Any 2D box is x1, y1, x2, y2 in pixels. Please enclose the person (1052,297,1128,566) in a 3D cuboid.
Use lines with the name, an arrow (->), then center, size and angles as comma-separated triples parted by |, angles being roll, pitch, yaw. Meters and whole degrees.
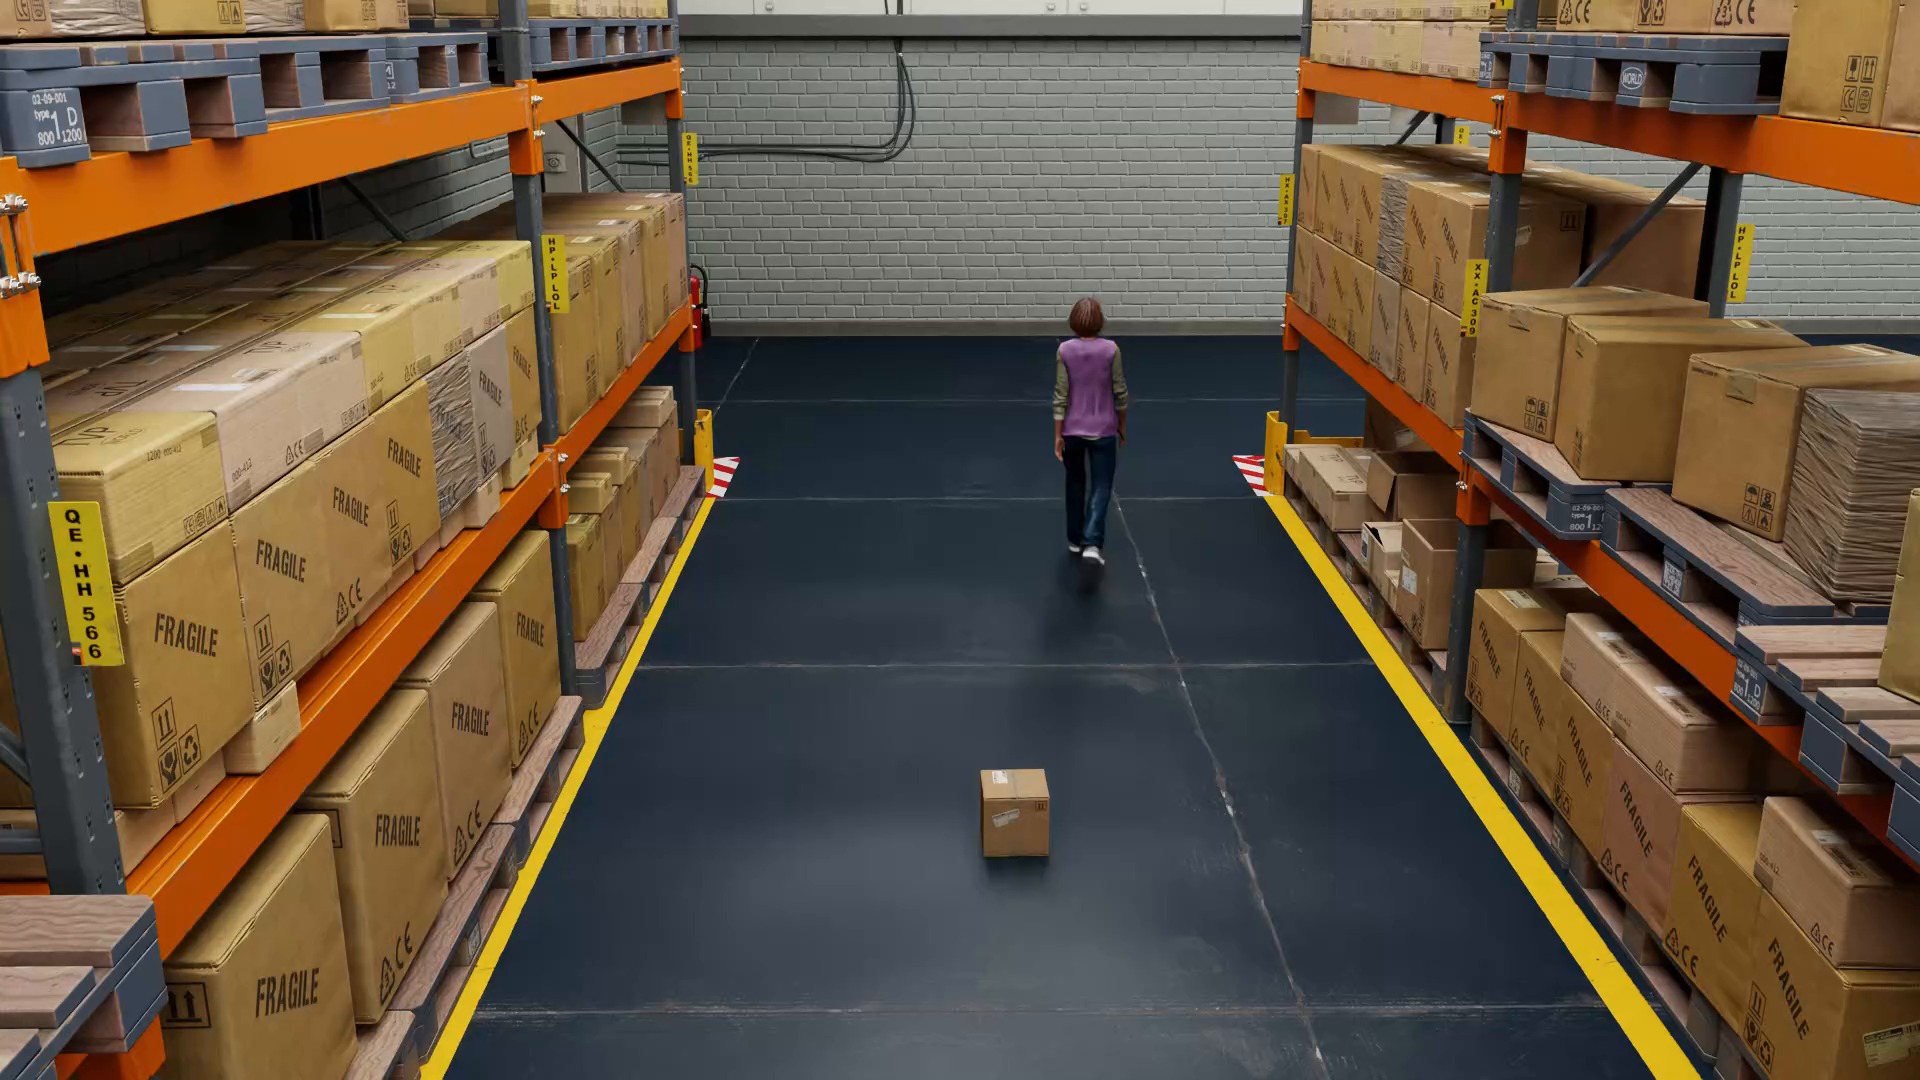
person -> 0.740, -0.611, 9.510 | 0.418, 1.542, 0.859 | 3, 18, 10
